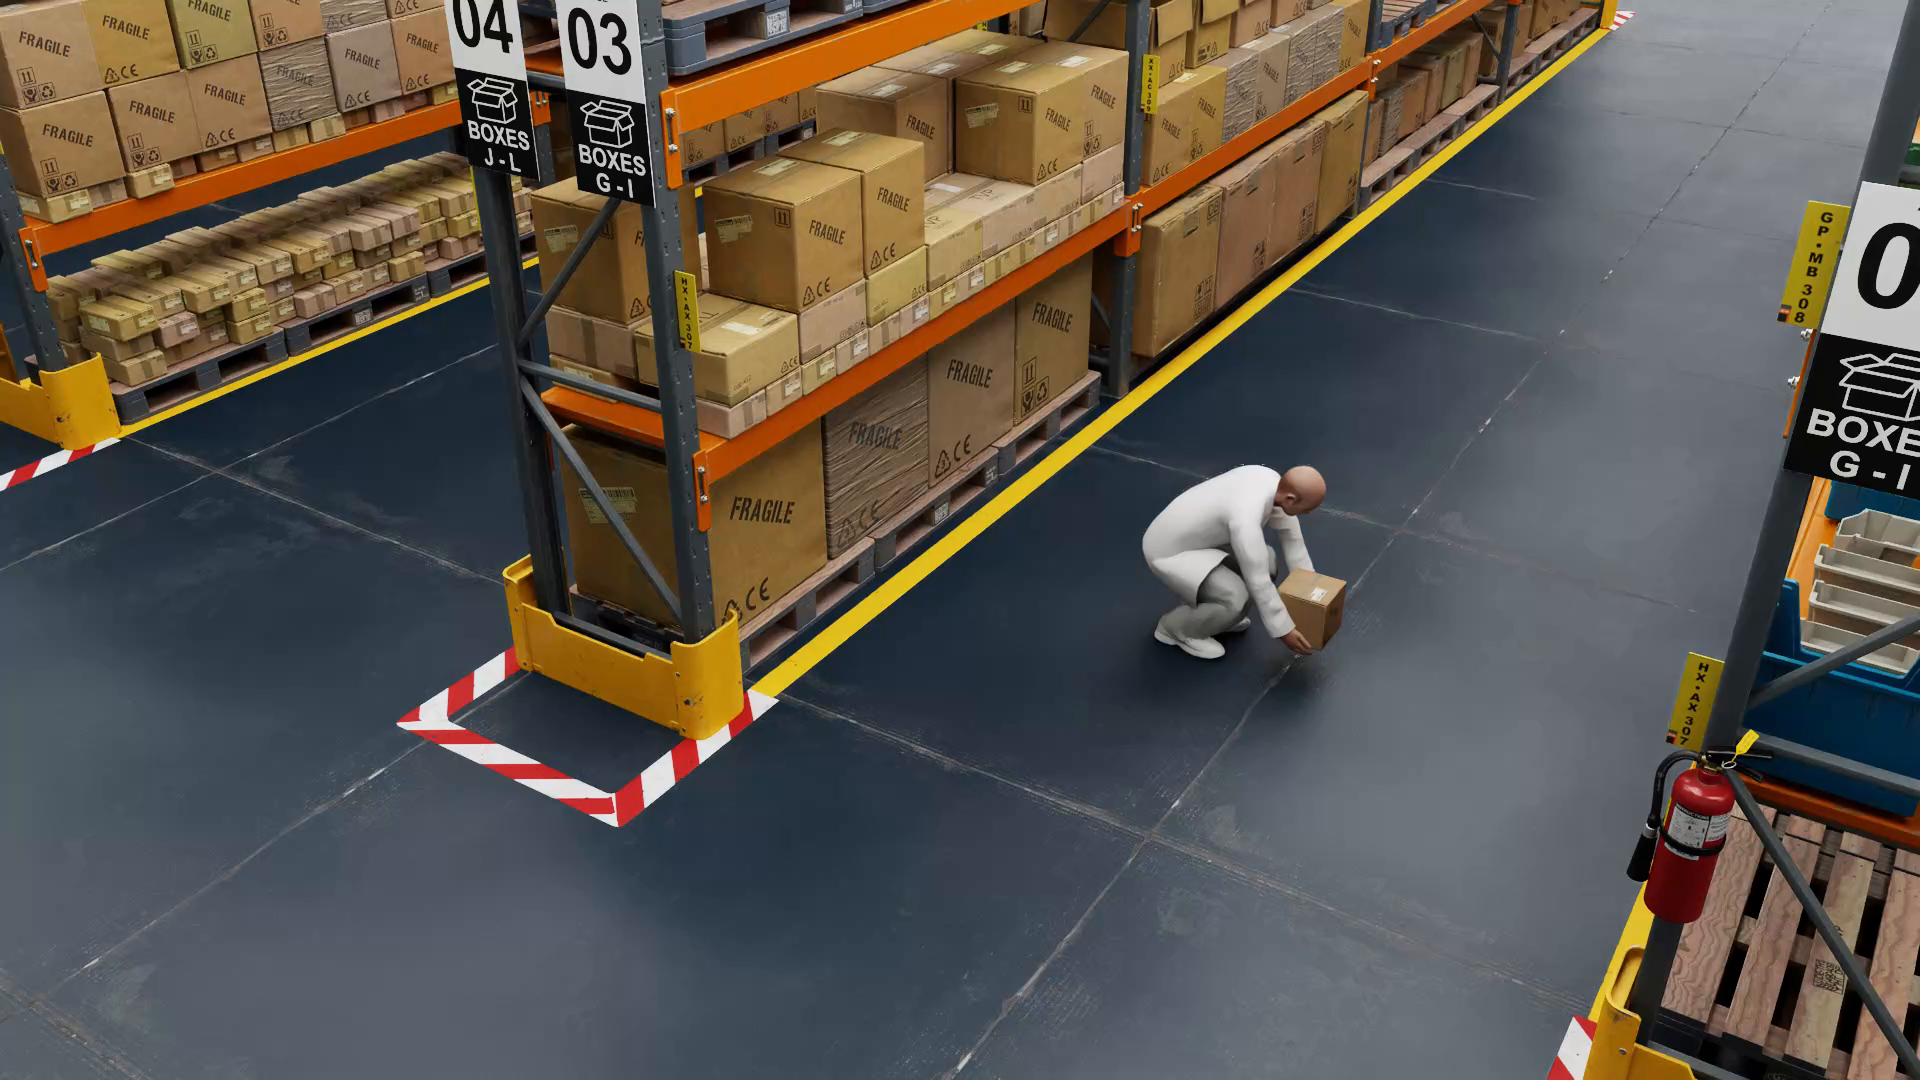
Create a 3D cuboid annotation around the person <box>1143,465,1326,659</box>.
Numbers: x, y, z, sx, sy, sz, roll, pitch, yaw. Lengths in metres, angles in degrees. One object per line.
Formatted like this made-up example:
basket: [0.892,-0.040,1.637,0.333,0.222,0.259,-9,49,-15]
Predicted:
person: [1.308,0.068,7.822,0.917,0.985,0.611,17,34,27]
